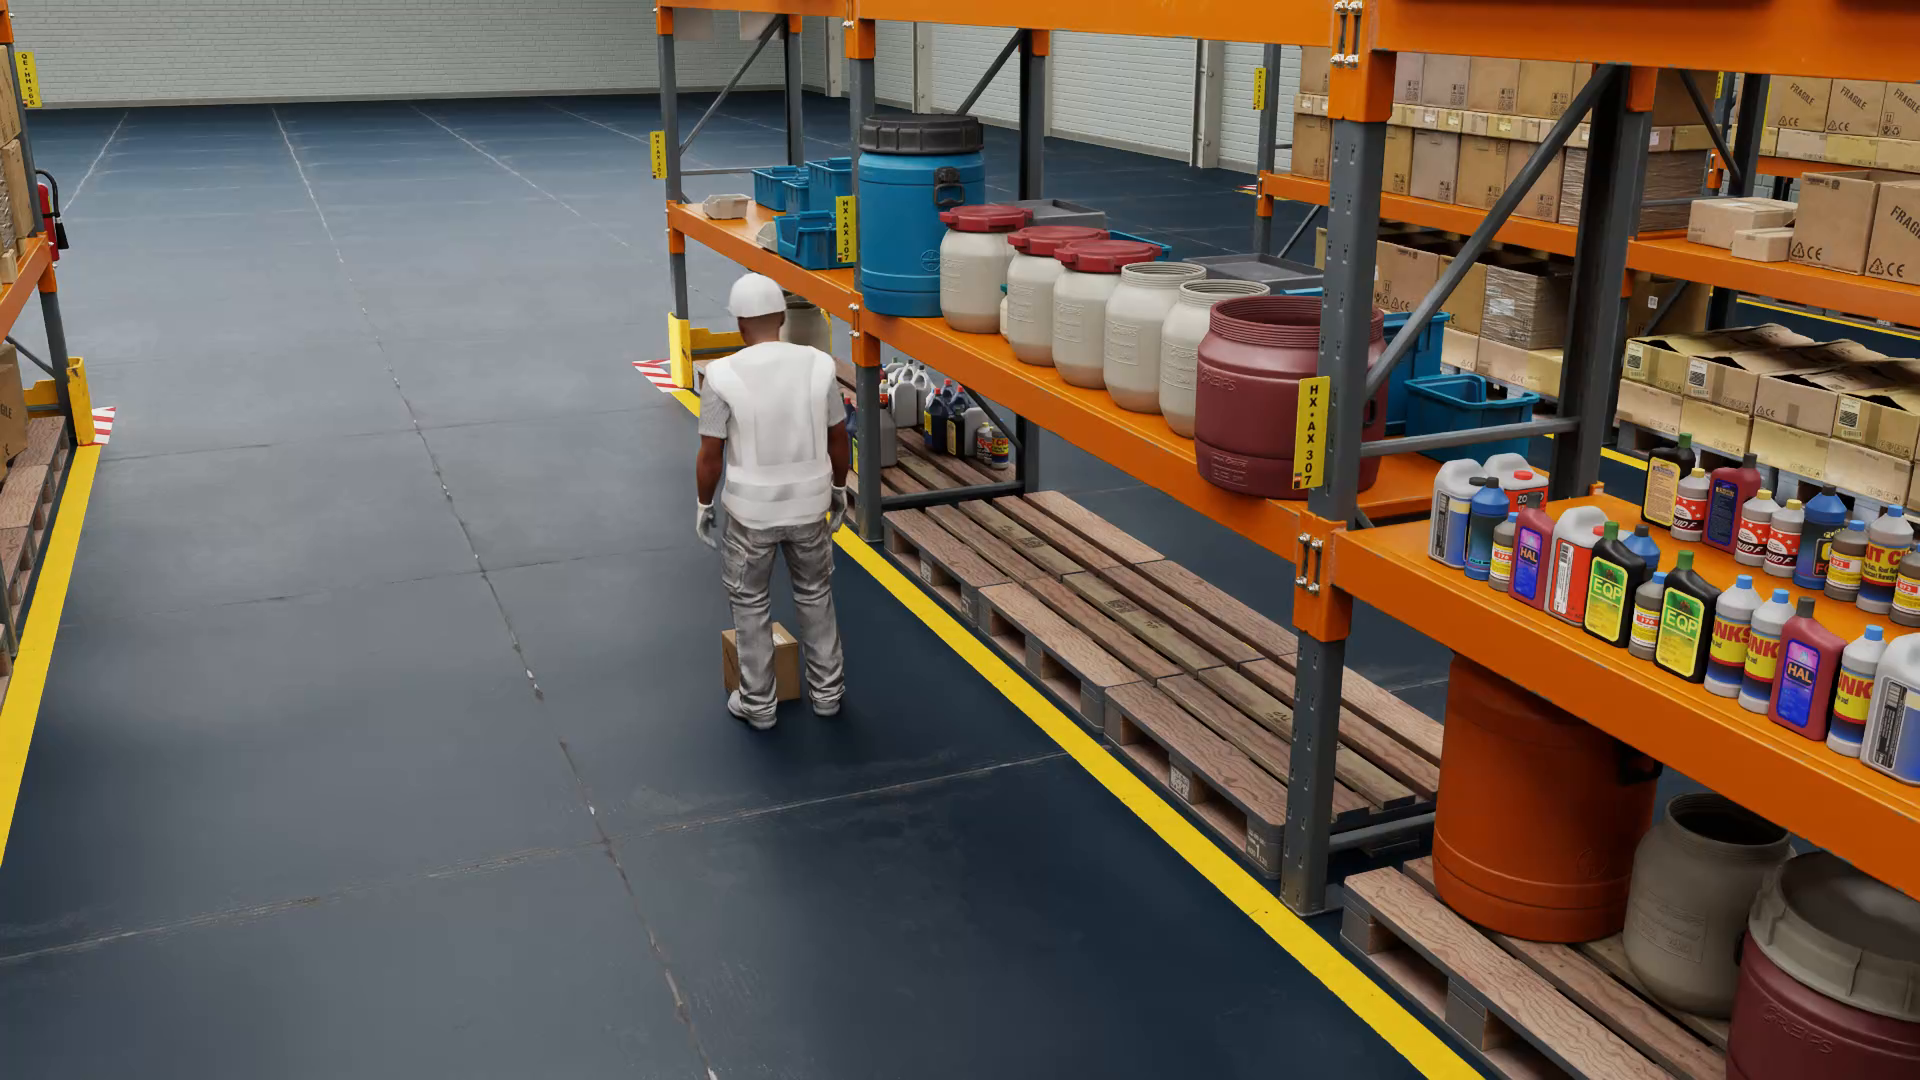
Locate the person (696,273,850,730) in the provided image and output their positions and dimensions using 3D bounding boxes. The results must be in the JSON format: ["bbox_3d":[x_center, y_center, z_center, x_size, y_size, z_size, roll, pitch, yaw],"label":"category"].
[{"bbox_3d":[-0.719,-0.139,6.456,0.618,1.775,0.446,-8,20,-22],"label":"person"}]
